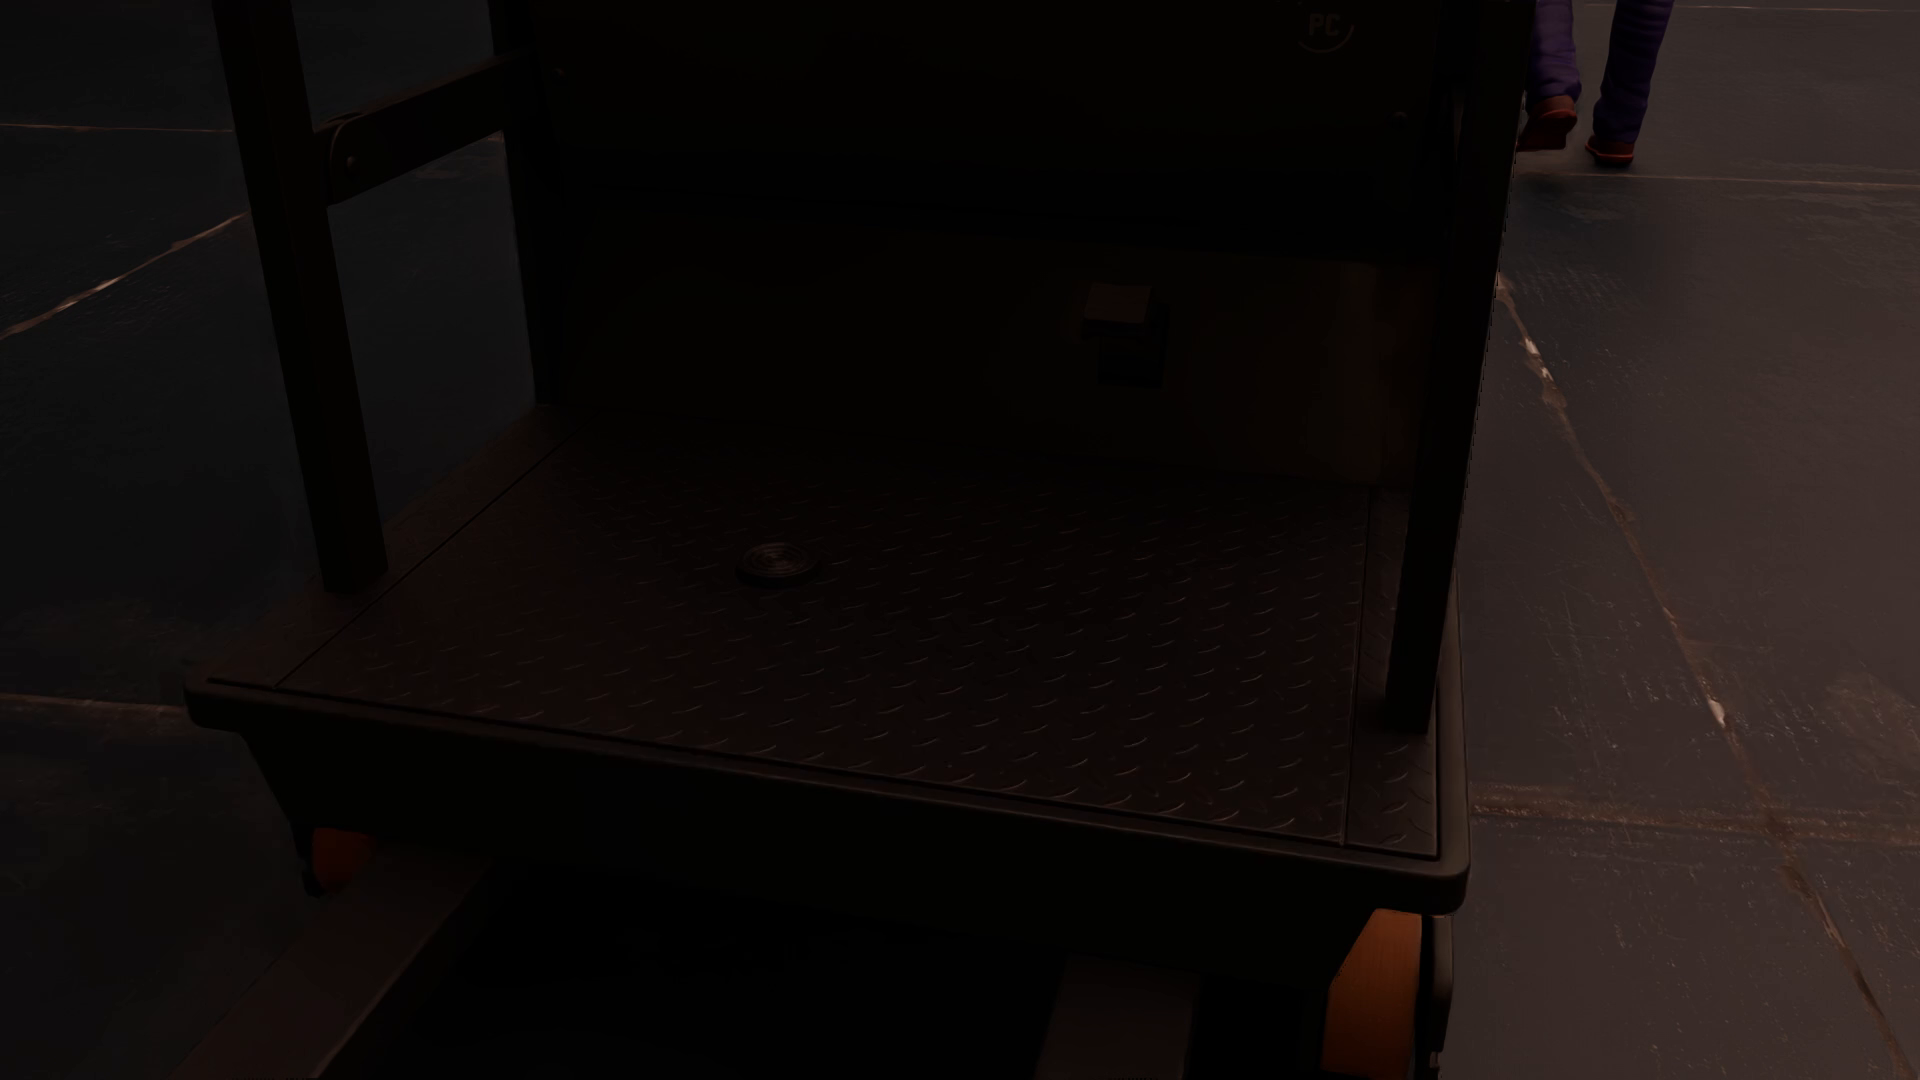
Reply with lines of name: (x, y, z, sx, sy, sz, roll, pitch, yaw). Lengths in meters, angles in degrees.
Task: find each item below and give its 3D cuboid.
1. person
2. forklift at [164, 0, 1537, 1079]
person: (1.709, -1.753, 4.197, 0.751, 1.632, 0.605, 4, 27, 8)
forklift: (-0.041, -1.010, 1.241, 1.130, 2.935, 3.031, 6, 27, 13)
